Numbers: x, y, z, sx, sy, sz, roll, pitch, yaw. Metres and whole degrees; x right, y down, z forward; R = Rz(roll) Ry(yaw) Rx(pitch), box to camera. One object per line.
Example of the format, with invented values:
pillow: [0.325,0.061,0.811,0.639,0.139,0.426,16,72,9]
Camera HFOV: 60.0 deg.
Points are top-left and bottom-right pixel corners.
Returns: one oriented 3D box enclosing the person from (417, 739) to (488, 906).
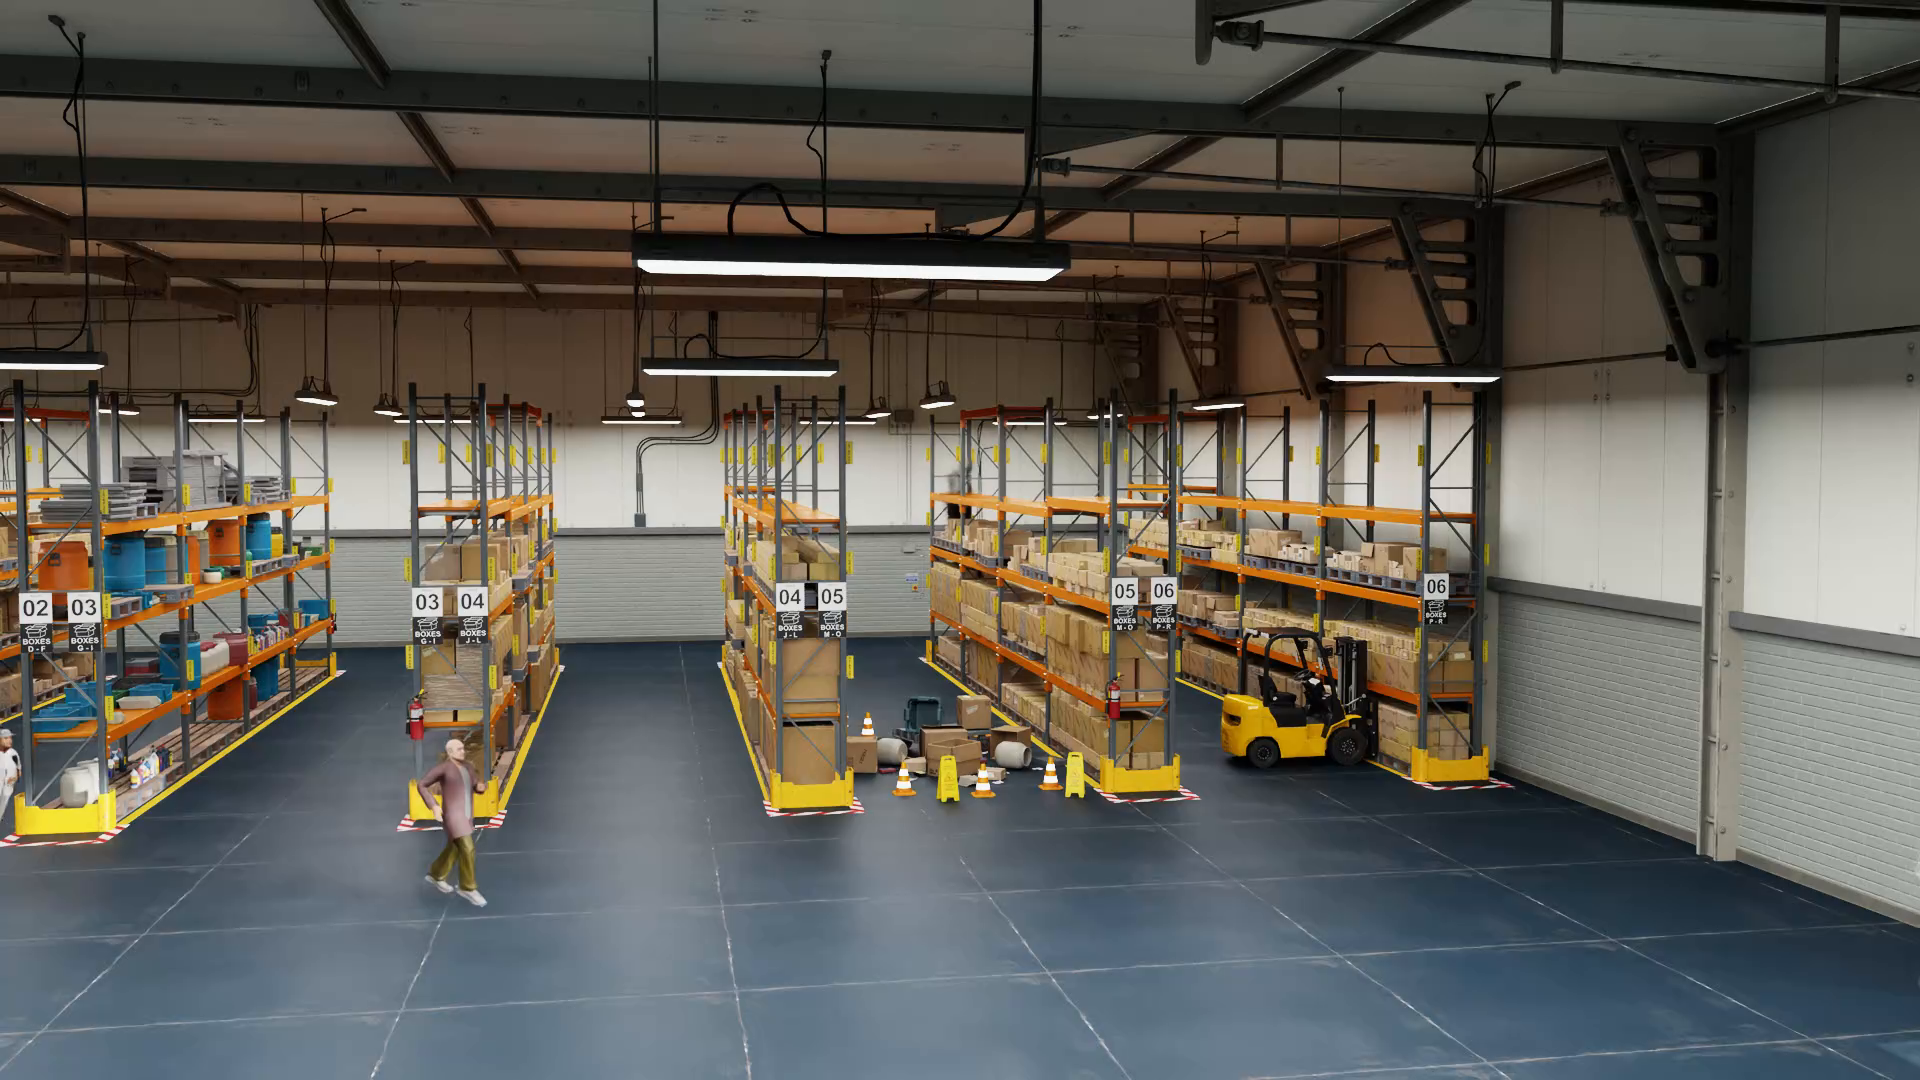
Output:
person: [-5.670,3.153,18.693,0.900,1.835,0.677,1,3,18]

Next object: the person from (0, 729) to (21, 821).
person: [-11.994,3.153,20.620,0.589,1.611,0.684,1,3,25]

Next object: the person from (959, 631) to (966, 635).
person: [0.165,2.016,41.905,0.565,1.571,0.704,1,3,22]
